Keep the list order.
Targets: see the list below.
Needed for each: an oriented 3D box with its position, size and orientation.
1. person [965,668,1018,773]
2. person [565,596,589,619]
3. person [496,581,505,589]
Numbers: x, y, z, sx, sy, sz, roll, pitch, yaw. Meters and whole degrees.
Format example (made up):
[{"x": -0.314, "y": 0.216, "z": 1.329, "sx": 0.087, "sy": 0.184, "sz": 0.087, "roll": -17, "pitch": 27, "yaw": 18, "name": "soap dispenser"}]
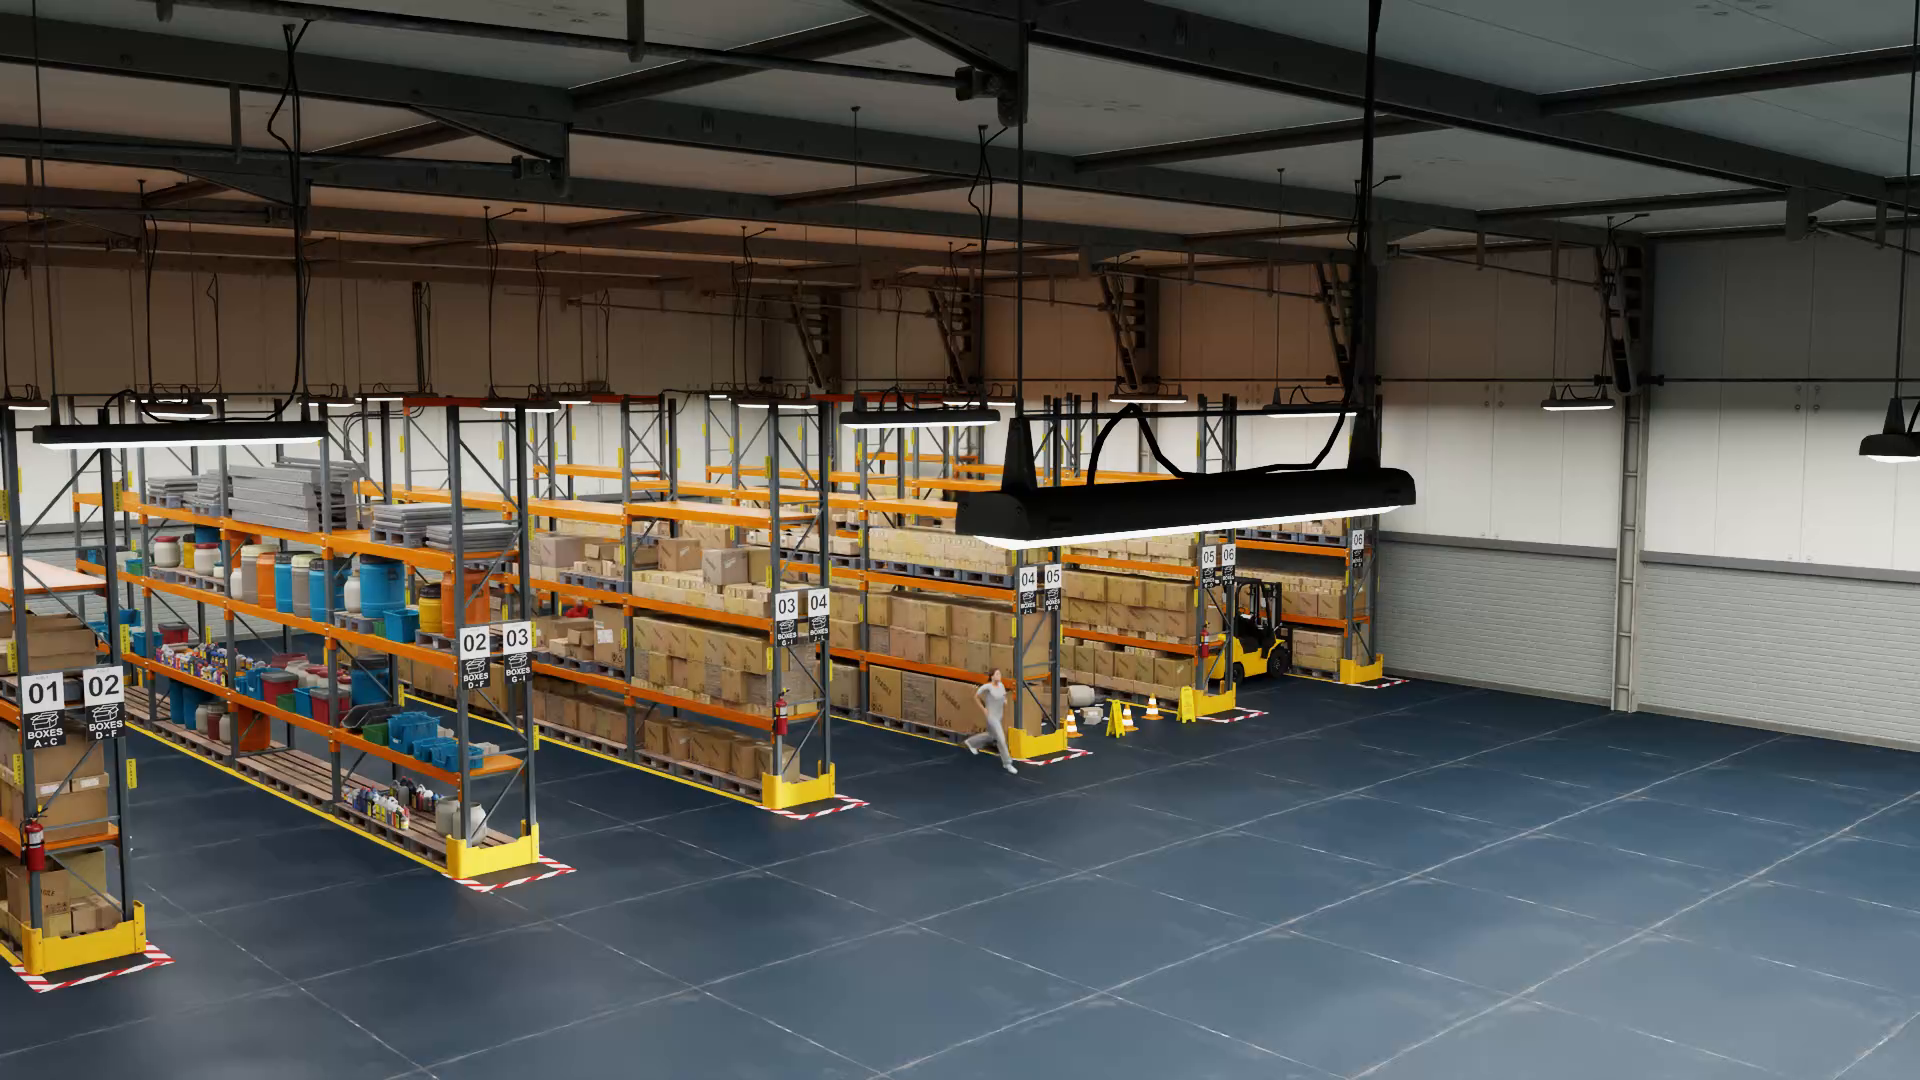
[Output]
[{"x": 0.521, "y": 2.899, "z": 27.115, "sx": 1.111, "sy": 1.686, "sz": 0.528, "roll": 4, "pitch": 7, "yaw": 36, "name": "person"}, {"x": -8.167, "y": 2.040, "z": 35.844, "sx": 0.660, "sy": 1.677, "sz": 0.707, "roll": 5, "pitch": 8, "yaw": 44, "name": "person"}, {"x": -10.942, "y": 1.695, "z": 39.467, "sx": 0.592, "sy": 1.652, "sz": 0.852, "roll": 2, "pitch": 6, "yaw": 23, "name": "person"}]
